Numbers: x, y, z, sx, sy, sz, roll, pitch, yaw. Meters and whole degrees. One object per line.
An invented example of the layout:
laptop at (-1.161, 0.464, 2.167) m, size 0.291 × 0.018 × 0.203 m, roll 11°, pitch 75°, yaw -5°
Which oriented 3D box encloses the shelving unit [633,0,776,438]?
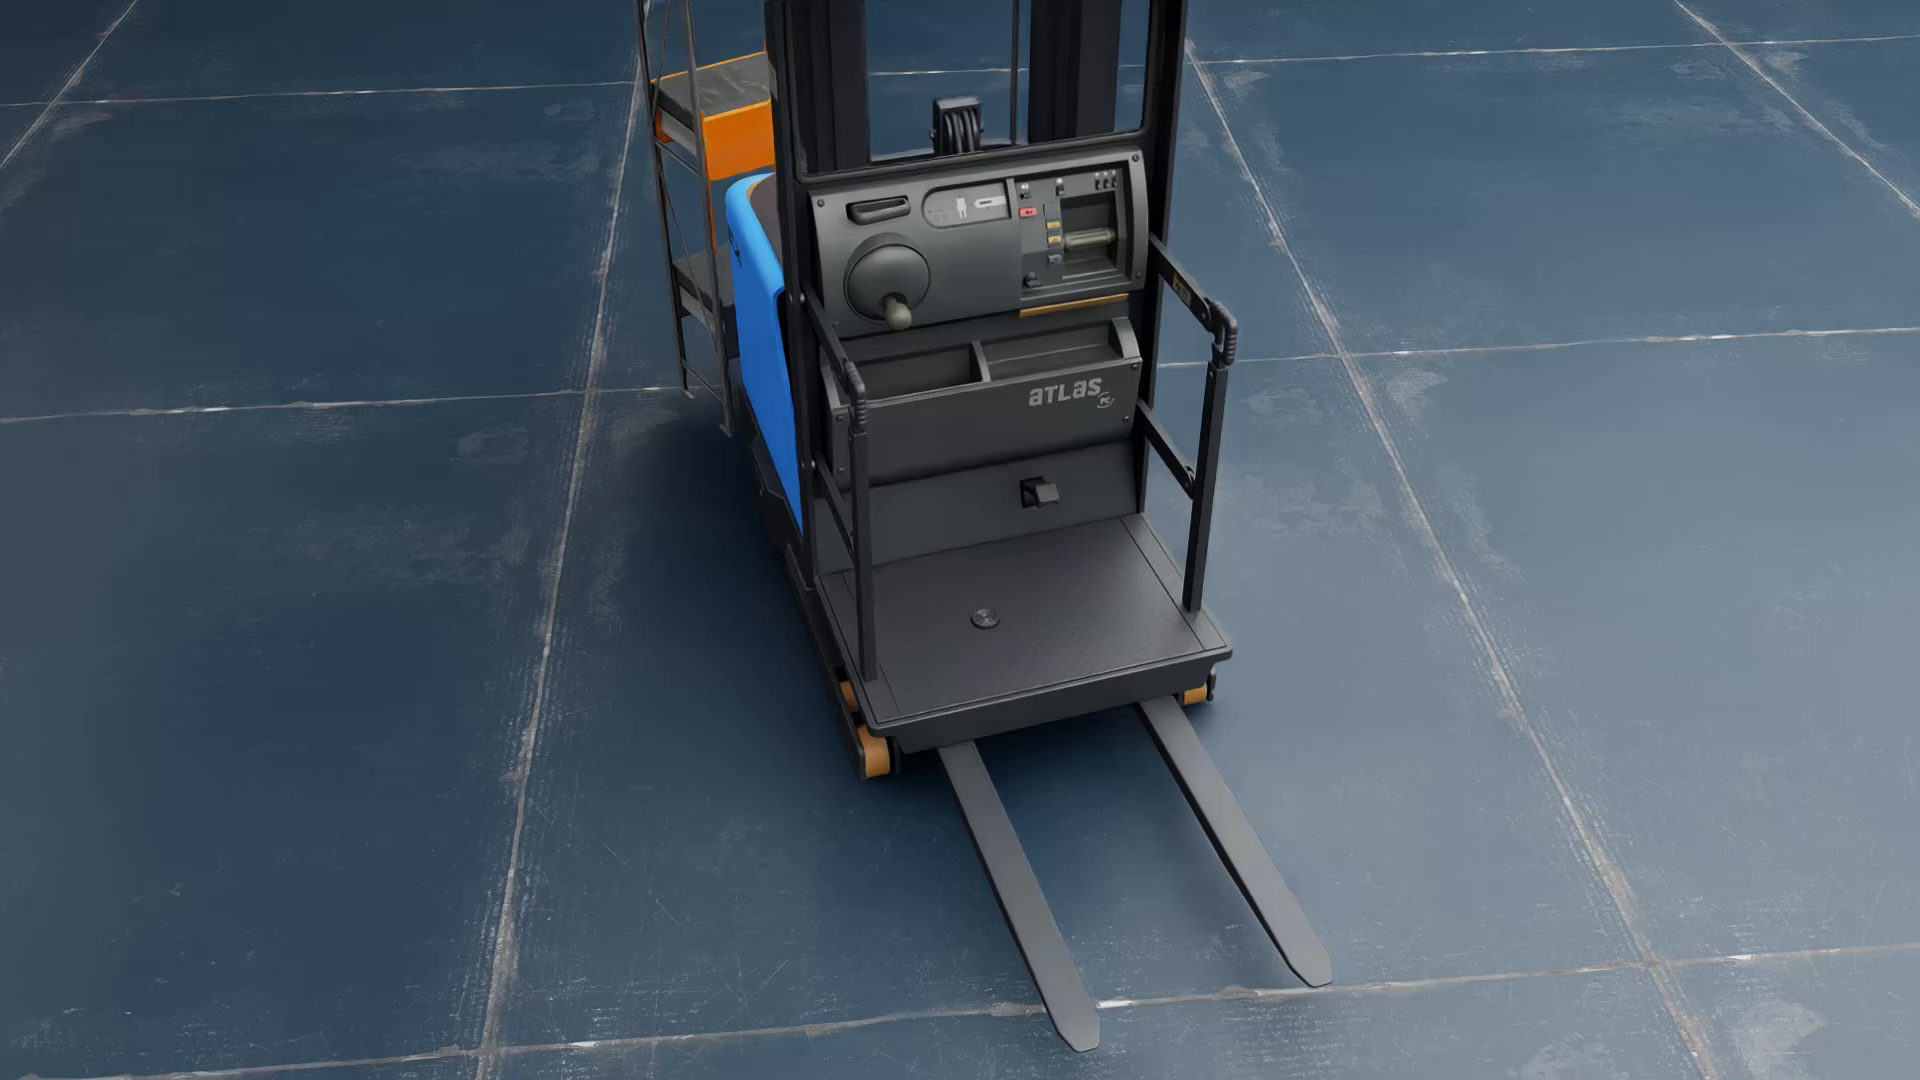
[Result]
shelving unit at (-0.769, -1.395, 5.823) m, size 0.503 × 2.100 × 0.431 m, roll -23°, pitch 44°, yaw -27°

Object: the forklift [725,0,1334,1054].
forklift at (0.132, -0.736, 4.317) m, size 1.130 × 2.935 × 3.031 m, roll -11°, pitch 40°, yaw -14°

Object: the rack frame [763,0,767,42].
rack frame at (-0.569, -1.482, 5.933) m, size 0.015 × 2.100 × 0.400 m, roll -23°, pitch 44°, yaw -27°

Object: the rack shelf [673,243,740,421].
rack shelf at (-0.768, -0.835, 6.264) m, size 0.480 × 0.518 × 0.431 m, roll -23°, pitch 44°, yaw -27°

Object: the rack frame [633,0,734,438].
rack frame at (-0.969, -1.309, 5.713) m, size 0.015 × 2.100 × 0.400 m, roll -23°, pitch 44°, yaw -27°

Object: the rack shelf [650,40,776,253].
rack shelf at (-0.769, -1.385, 5.831) m, size 0.480 × 0.518 × 0.431 m, roll -23°, pitch 44°, yaw -27°

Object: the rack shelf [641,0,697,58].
rack shelf at (-0.769, -1.935, 5.398) m, size 0.480 × 0.518 × 0.431 m, roll -23°, pitch 44°, yaw -27°
